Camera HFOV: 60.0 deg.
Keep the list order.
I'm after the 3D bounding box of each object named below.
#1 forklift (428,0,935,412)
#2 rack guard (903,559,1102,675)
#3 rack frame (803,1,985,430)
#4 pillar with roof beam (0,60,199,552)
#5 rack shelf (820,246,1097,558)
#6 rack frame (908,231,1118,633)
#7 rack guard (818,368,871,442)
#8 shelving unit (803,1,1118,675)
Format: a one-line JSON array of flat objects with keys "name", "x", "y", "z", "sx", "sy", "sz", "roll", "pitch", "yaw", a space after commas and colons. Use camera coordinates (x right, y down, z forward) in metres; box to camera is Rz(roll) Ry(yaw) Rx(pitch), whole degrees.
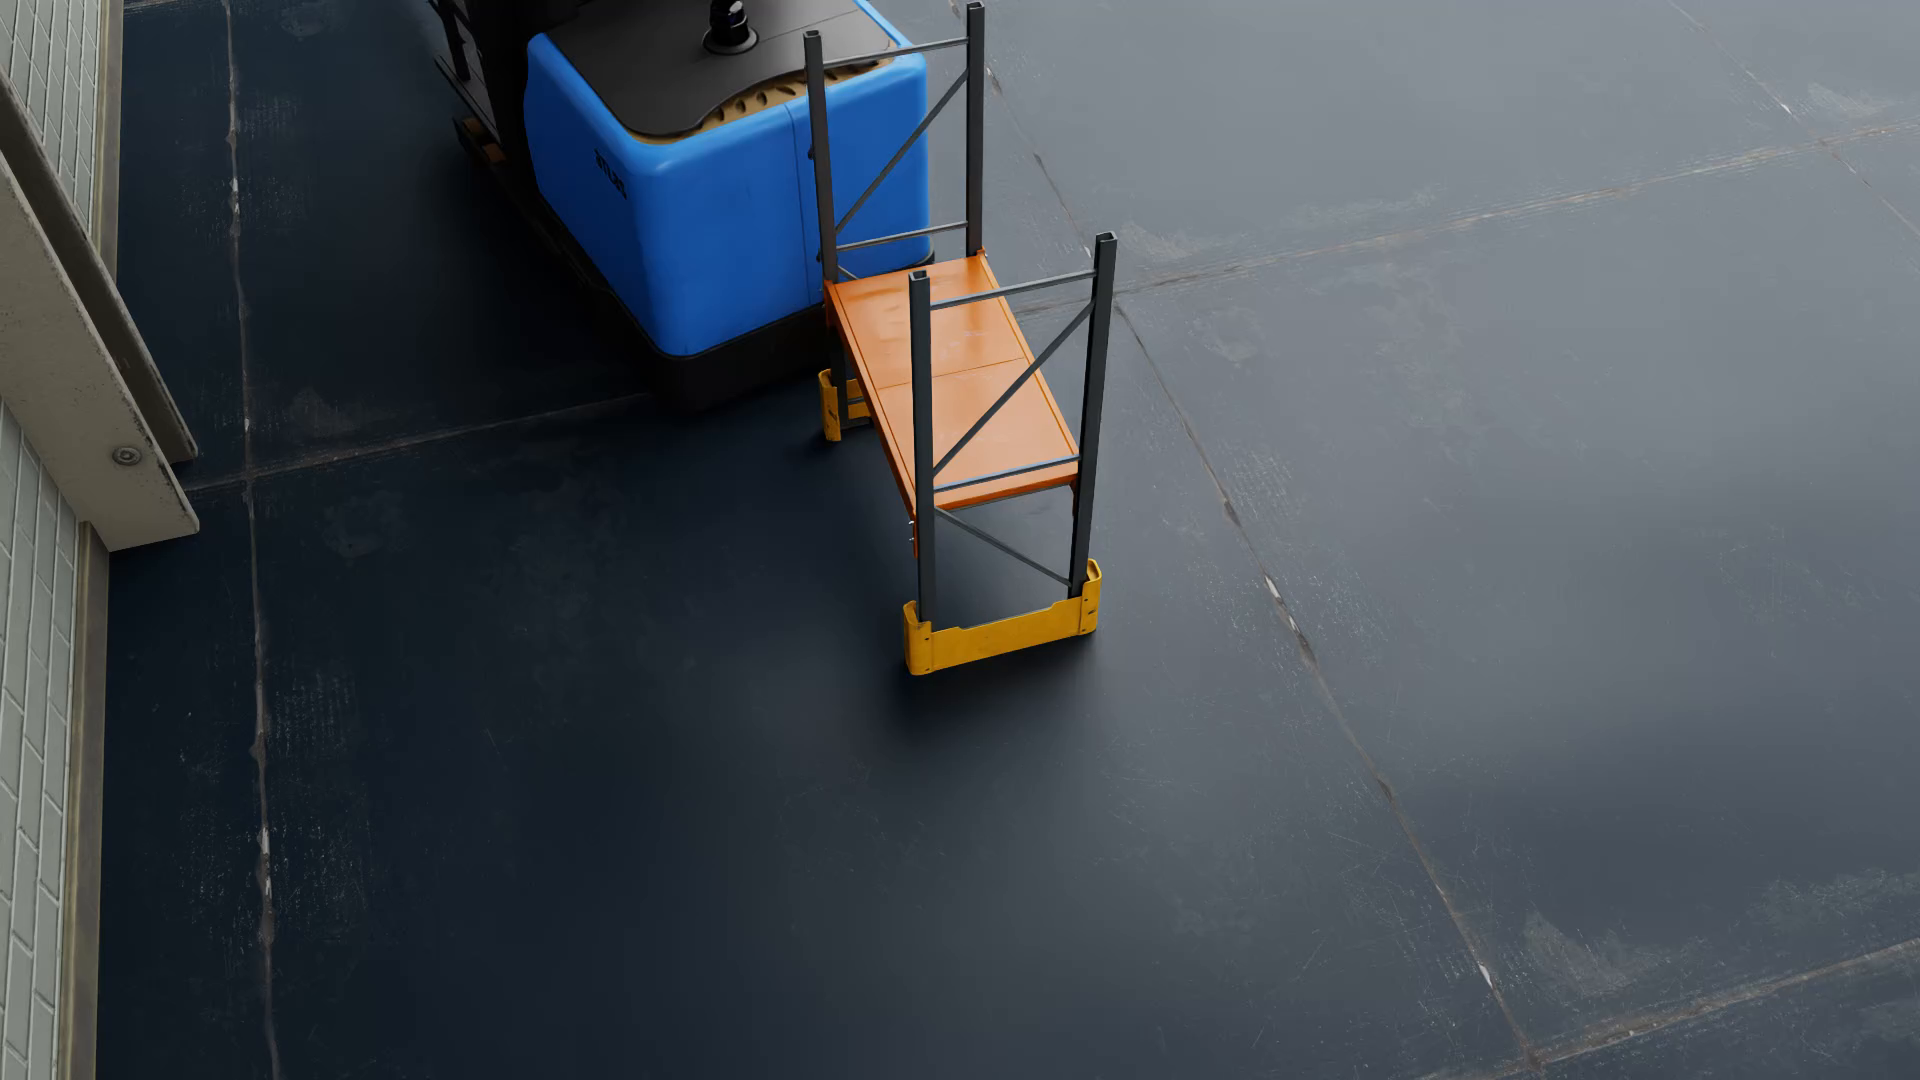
[{"name": "forklift", "x": -1.303, "y": -2.483, "z": 5.426, "sx": 1.130, "sy": 2.935, "sz": 3.031, "roll": -26, "pitch": 55, "yaw": -20}, {"name": "rack guard", "x": 0.125, "y": 0.227, "z": 4.895, "sx": 0.587, "sy": 0.250, "sz": 0.087, "roll": -13, "pitch": 51, "yaw": -11}, {"name": "rack frame", "x": -0.176, "y": -0.917, "z": 5.042, "sx": 0.500, "sy": 1.500, "sz": 0.032, "roll": -13, "pitch": 51, "yaw": -11}, {"name": "pillar with roof beam", "x": 1.494, "y": -4.008, "z": 2.743, "sx": 9.100, "sy": 9.000, "sz": 0.400, "roll": -13, "pitch": 51, "yaw": -11}, {"name": "rack shelf", "x": -0.025, "y": -0.430, "z": 4.867, "sx": 0.538, "sy": 0.185, "sz": 1.000, "roll": -13, "pitch": 51, "yaw": -11}, {"name": "rack frame", "x": 0.125, "y": -0.174, "z": 4.416, "sx": 0.500, "sy": 1.500, "sz": 0.032, "roll": -13, "pitch": 51, "yaw": -11}, {"name": "rack guard", "x": -0.170, "y": -0.500, "z": 5.508, "sx": 0.587, "sy": 0.250, "sz": 0.087, "roll": -13, "pitch": 51, "yaw": -11}, {"name": "shelving unit", "x": -0.023, "y": -0.539, "z": 4.724, "sx": 0.587, "sy": 1.500, "sz": 1.083, "roll": -13, "pitch": 51, "yaw": -11}]
